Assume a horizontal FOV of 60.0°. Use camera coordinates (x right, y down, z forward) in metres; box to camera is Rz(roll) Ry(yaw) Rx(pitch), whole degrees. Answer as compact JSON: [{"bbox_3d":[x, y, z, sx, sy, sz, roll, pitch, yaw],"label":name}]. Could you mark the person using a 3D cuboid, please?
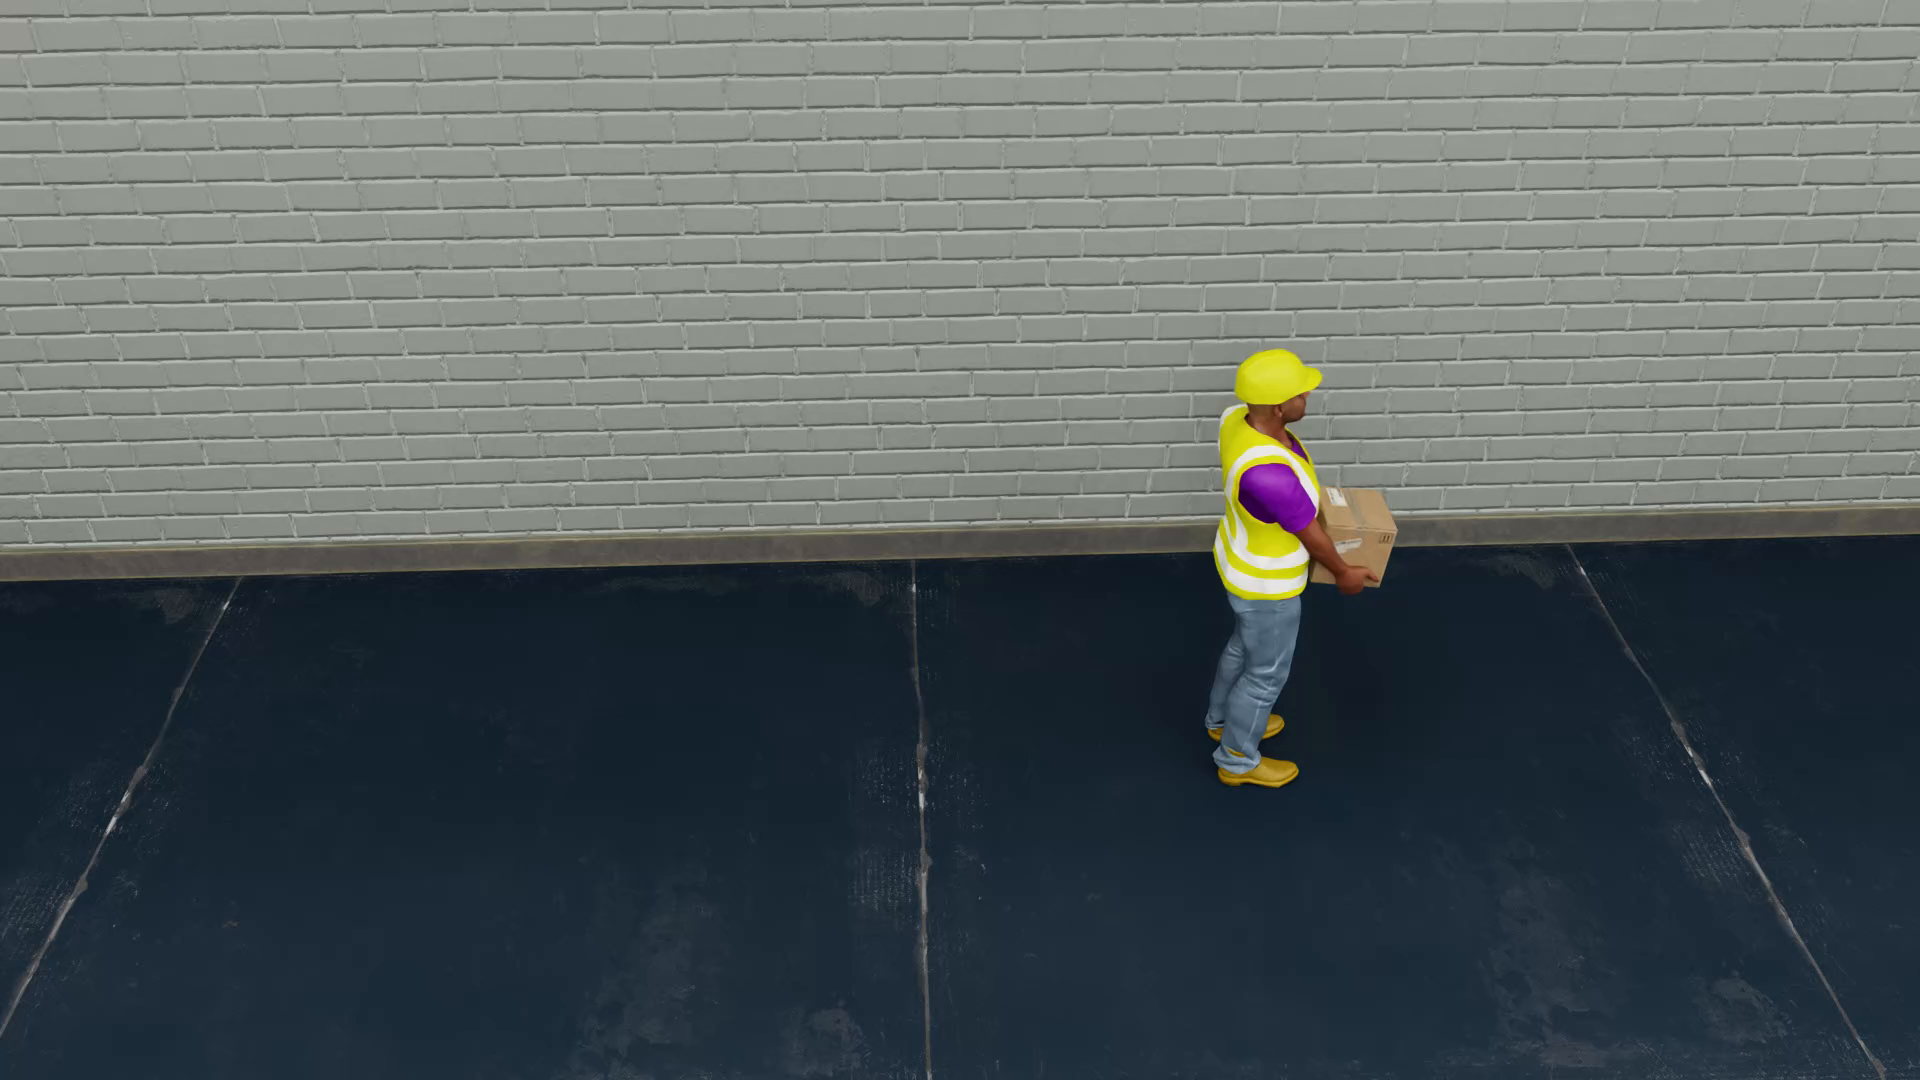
[{"bbox_3d":[1.183,0.103,5.982,0.572,1.761,0.504,-1,35,-1],"label":"person"}]
